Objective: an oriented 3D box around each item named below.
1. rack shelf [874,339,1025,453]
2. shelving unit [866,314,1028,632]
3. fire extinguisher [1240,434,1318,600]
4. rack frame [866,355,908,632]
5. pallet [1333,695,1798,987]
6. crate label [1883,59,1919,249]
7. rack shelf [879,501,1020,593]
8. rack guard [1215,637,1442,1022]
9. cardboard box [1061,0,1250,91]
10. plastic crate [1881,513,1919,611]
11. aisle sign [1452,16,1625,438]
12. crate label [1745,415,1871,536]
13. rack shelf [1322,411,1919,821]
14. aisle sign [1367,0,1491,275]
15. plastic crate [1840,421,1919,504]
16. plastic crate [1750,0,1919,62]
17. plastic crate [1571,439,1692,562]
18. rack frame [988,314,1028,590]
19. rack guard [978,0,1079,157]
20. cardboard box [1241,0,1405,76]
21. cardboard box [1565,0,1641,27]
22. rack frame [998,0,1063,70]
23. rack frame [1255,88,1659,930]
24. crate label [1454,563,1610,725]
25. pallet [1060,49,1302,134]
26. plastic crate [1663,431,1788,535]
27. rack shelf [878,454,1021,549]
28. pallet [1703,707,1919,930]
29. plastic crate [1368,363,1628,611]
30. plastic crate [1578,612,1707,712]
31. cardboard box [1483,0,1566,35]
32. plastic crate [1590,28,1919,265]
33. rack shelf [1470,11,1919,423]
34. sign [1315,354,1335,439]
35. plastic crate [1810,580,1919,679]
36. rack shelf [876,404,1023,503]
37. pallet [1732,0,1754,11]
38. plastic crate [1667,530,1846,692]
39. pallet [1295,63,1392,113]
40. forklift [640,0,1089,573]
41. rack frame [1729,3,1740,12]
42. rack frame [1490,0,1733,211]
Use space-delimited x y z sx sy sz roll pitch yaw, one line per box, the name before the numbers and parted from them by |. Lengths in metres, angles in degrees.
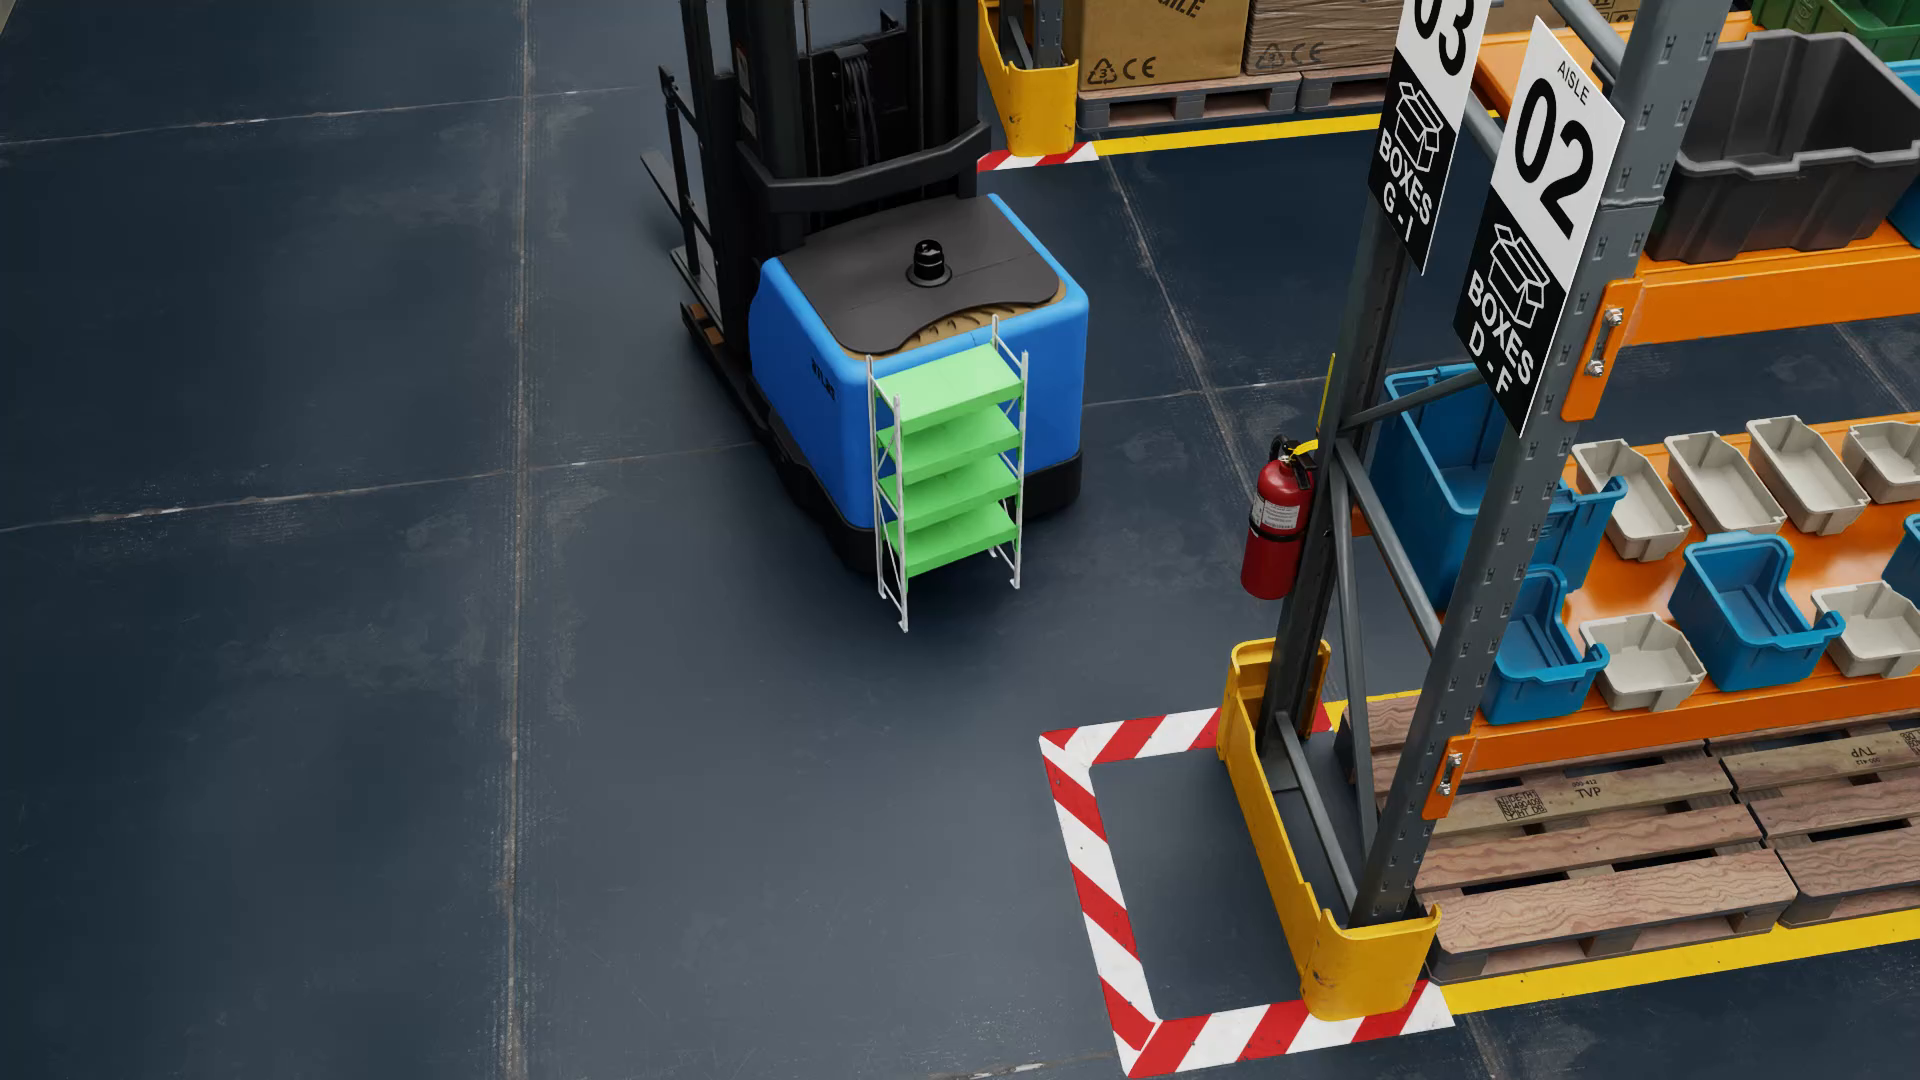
rack shelf | -0.044 -0.507 5.827 0.480 0.148 0.258 -20 49 -18
shelving unit | -0.044 -0.219 6.127 0.503 1.200 0.258 -20 49 -18
fire extinguisher | 0.981 -0.101 5.077 0.183 0.674 0.296 -7 46 -7
rack frame | -0.262 -0.139 6.051 0.015 1.200 0.240 -20 49 -18
pallet | 2.026 0.941 5.697 1.213 0.211 1.003 -7 46 -7
crate label | 2.171 -0.826 3.483 0.502 0.251 0.408 -7 46 -7
rack shelf | -0.044 -0.008 6.346 0.480 0.148 0.258 -20 49 -18
rack guard | 1.186 0.926 5.510 0.348 0.500 1.175 -7 46 -7
cardboard box | 0.980 -3.011 8.752 0.875 0.875 0.875 -7 46 -7
plastic crate | 2.804 0.126 4.620 0.300 0.233 0.416 -7 46 -7
aisle sign | 1.187 -0.635 3.474 0.004 0.787 0.394 -7 46 -7
crate label | 2.538 -0.188 4.990 0.243 0.136 0.396 -7 46 -7
rack shelf | 3.178 0.051 5.118 4.000 0.370 1.077 -7 46 -7
aisle sign | 1.086 -1.054 3.877 0.004 0.787 0.394 -7 46 -7
plastic crate | 2.827 -0.237 5.037 0.250 0.136 0.298 -7 46 -7
plastic crate | 2.130 -1.244 3.930 0.336 0.188 0.450 -7 46 -7
plastic crate | 1.980 -0.111 4.915 0.243 0.136 0.396 -7 46 -7
rack frame | 0.174 -0.298 6.204 0.015 1.200 0.240 -20 49 -18
rack guard | 0.339 -2.597 8.905 0.348 0.500 1.175 -7 46 -7
cardboard box | 1.876 -3.123 8.860 0.875 0.875 0.875 -7 46 -7
cardboard box | 3.640 -3.343 9.072 0.875 0.875 0.875 -7 46 -7
rack frame | 0.363 -3.468 8.008 0.127 3.000 1.000 -7 46 -7
rack frame | 1.207 0.047 4.622 0.127 3.000 1.000 -7 46 -7
crate label | 1.507 0.287 4.465 0.303 0.233 0.416 -7 46 -7
pallet | 1.137 -2.654 9.160 1.213 0.211 1.003 -7 46 -7
plastic crate | 2.268 -0.136 4.940 0.243 0.136 0.396 -7 46 -7
rack shelf | -0.044 -0.174 6.173 0.480 0.148 0.258 -20 49 -18
pallet | 3.226 0.793 5.839 1.213 0.211 1.003 -7 46 -7
plastic crate | 1.505 -0.160 4.755 0.499 0.435 0.616 -7 46 -7
plastic crate | 1.837 0.340 4.481 0.298 0.136 0.250 -7 46 -7
cardboard box | 2.753 -3.233 8.965 0.875 0.875 0.875 -7 46 -7
plastic crate | 1.634 -0.798 3.444 0.590 0.269 0.497 -7 46 -7
rack shelf | 3.178 -0.990 4.037 4.000 0.370 1.077 -7 46 -7
sign | 1.097 -0.398 4.937 0.005 0.325 0.100 -7 46 -7
plastic crate | 2.505 0.257 4.561 0.298 0.136 0.250 -7 46 -7
rack shelf | -0.044 -0.341 6.000 0.480 0.148 0.258 -20 49 -18
pallet | 5.051 -3.140 9.628 1.213 0.211 1.003 -7 46 -7
plastic crate | 2.155 0.207 4.543 0.300 0.233 0.416 -7 46 -7
pallet | 2.337 -2.801 9.302 1.213 0.211 1.003 -7 46 -7
forklift | -0.619 -1.952 6.595 1.130 2.935 3.031 -20 49 -18
rack frame | 4.304 -3.959 8.481 0.127 3.000 1.000 -7 46 -7
rack frame | 1.207 -2.035 2.461 0.127 3.000 1.000 -7 46 -7
